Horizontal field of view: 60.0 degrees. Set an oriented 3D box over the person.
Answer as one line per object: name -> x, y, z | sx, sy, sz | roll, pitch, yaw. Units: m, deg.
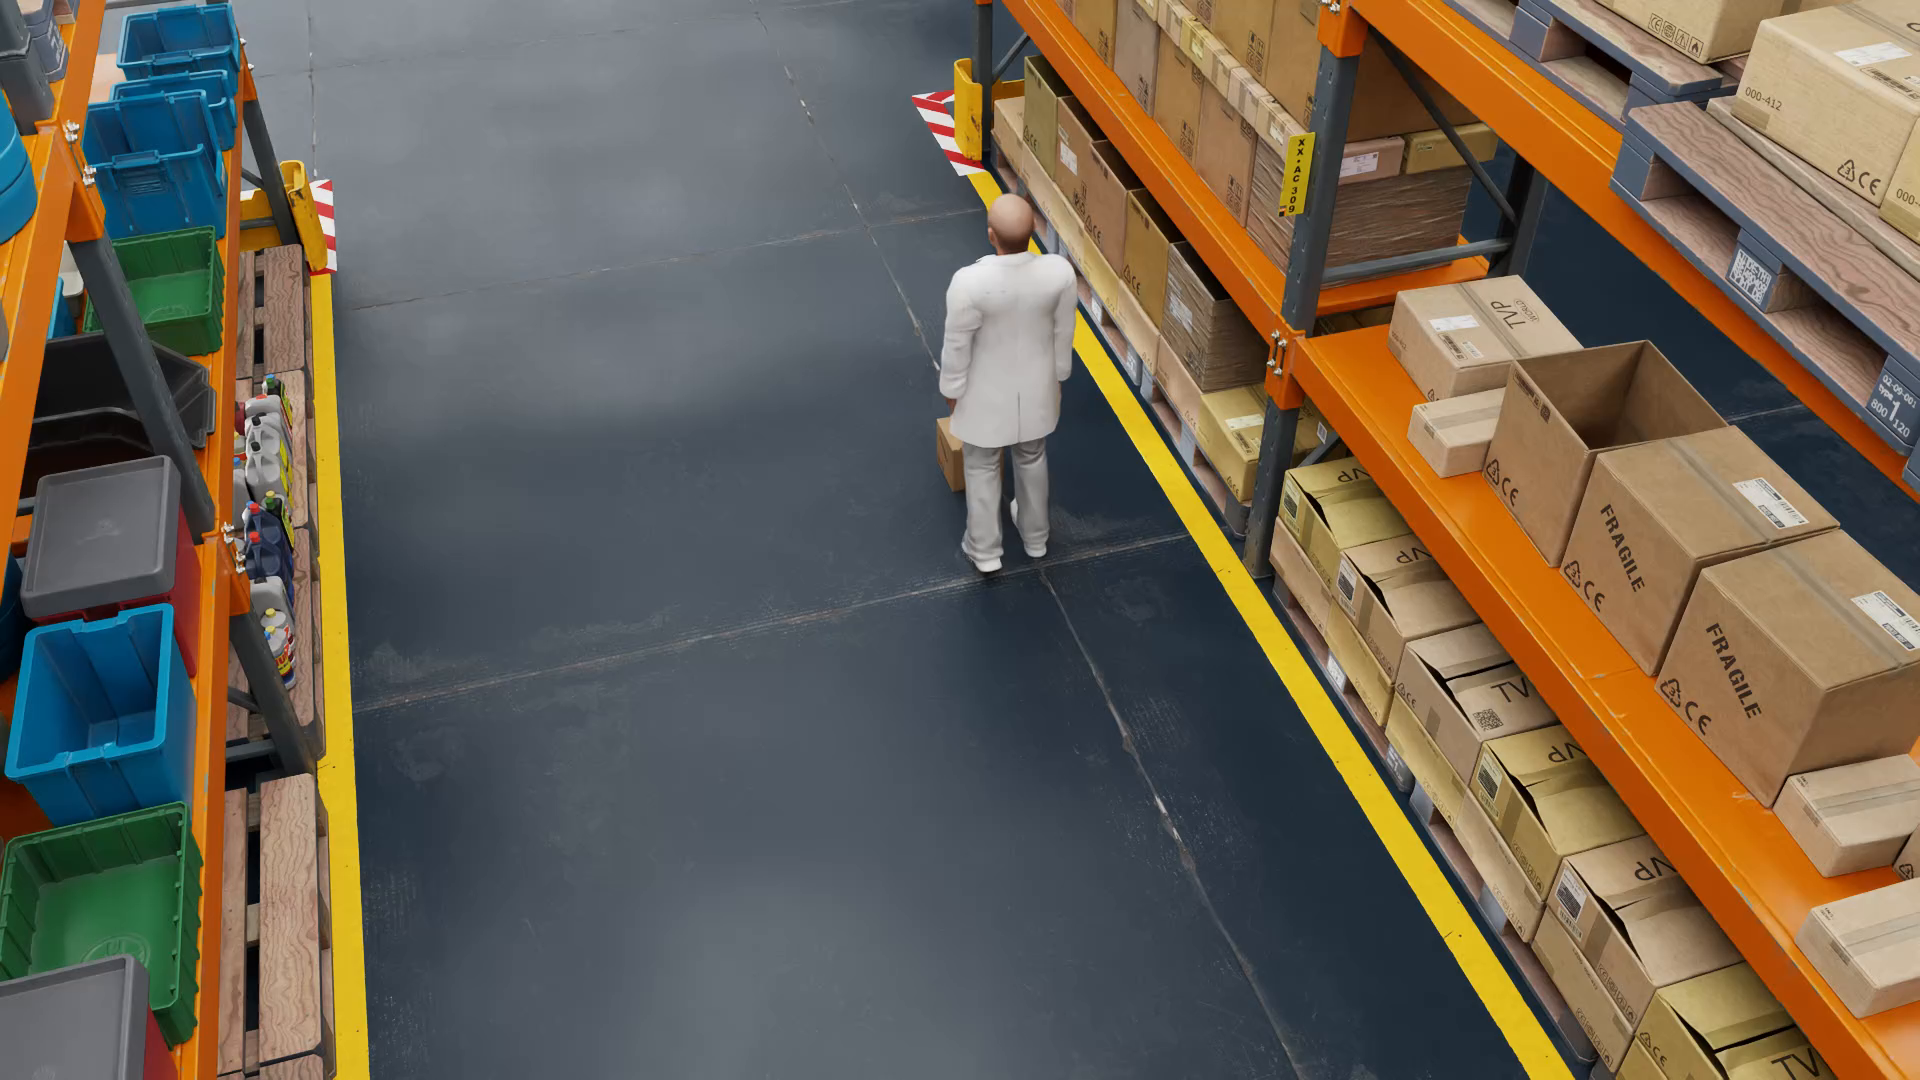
person -> 0.187, -0.628, 6.923 | 0.565, 1.837, 0.447 | -10, 43, -11
